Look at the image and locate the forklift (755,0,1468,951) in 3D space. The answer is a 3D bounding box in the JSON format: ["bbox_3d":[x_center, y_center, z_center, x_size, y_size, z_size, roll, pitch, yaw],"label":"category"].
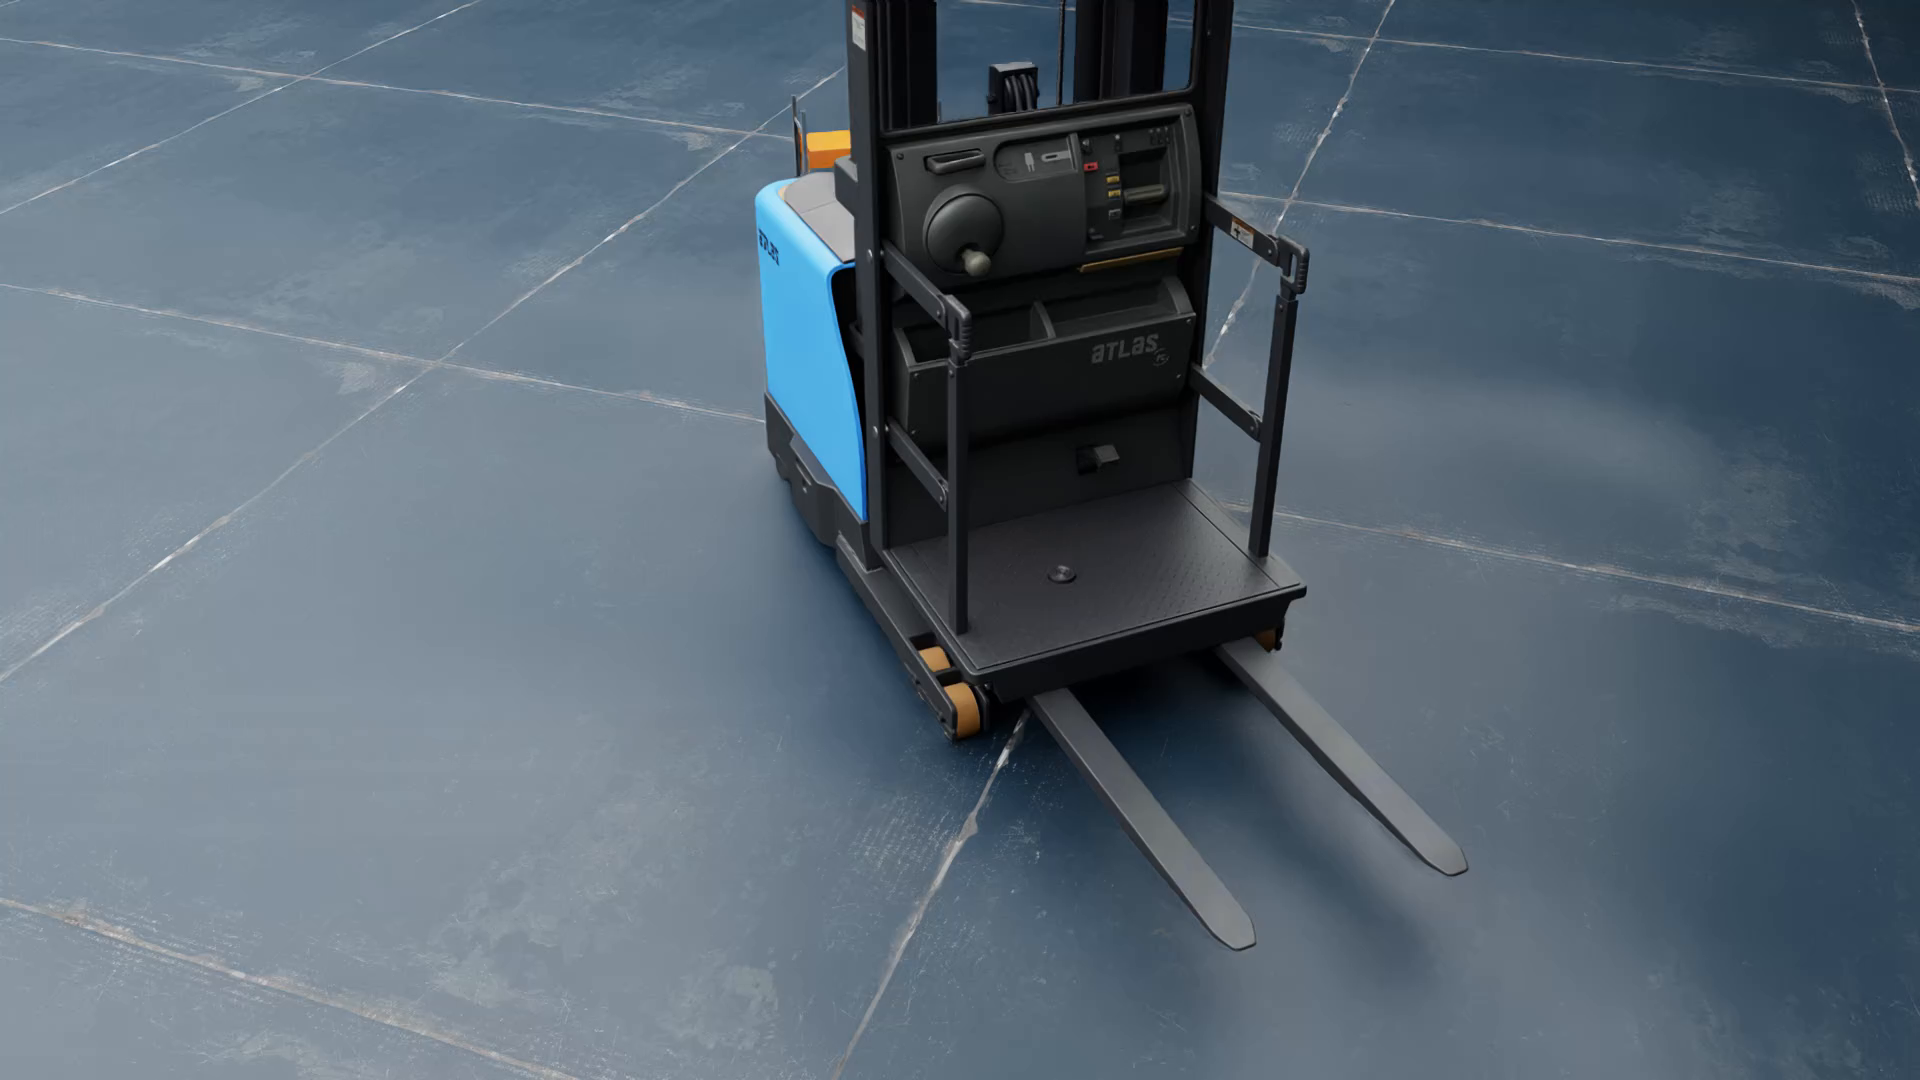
[{"bbox_3d":[0.341,-0.915,4.465,1.130,2.935,3.031,-13,35,-20],"label":"forklift"}]

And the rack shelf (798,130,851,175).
[{"bbox_3d":[-0.338,-1.411,6.091,0.480,0.148,0.258,-7,29,-11],"label":"rack shelf"}]

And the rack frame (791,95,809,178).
[{"bbox_3d":[-0.569,-1.036,6.232,0.015,1.200,0.240,-7,29,-11],"label":"rack frame"}]

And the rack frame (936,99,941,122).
[{"bbox_3d":[-0.095,-1.098,6.329,0.015,1.200,0.240,-7,29,-11],"label":"rack frame"}]

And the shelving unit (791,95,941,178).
[{"bbox_3d":[-0.332,-1.067,6.280,0.503,1.200,0.258,-7,29,-11],"label":"shelving unit"}]
